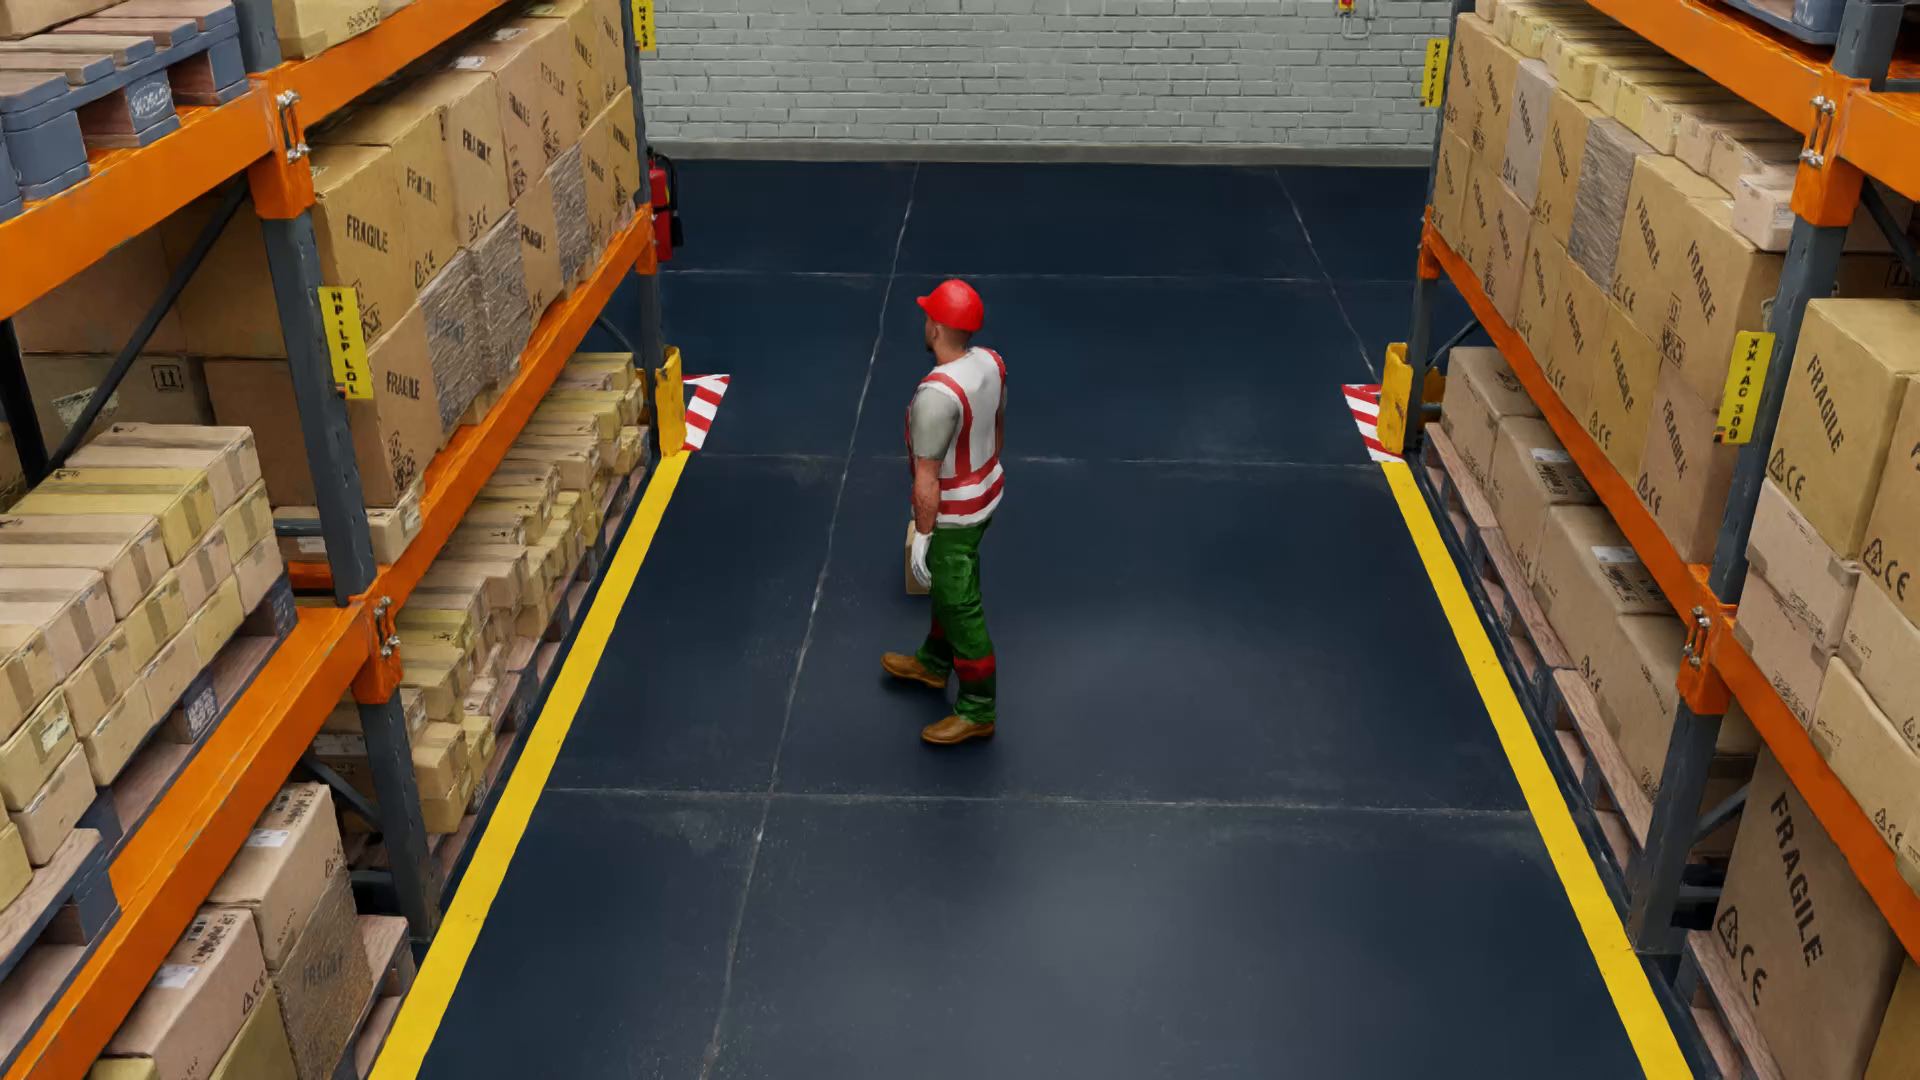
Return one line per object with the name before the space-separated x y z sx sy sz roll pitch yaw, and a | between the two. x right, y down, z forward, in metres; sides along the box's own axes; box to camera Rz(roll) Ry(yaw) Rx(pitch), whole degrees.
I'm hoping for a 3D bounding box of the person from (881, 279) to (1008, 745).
person | -0.087 -0.144 6.318 0.607 1.785 0.757 11 30 20
